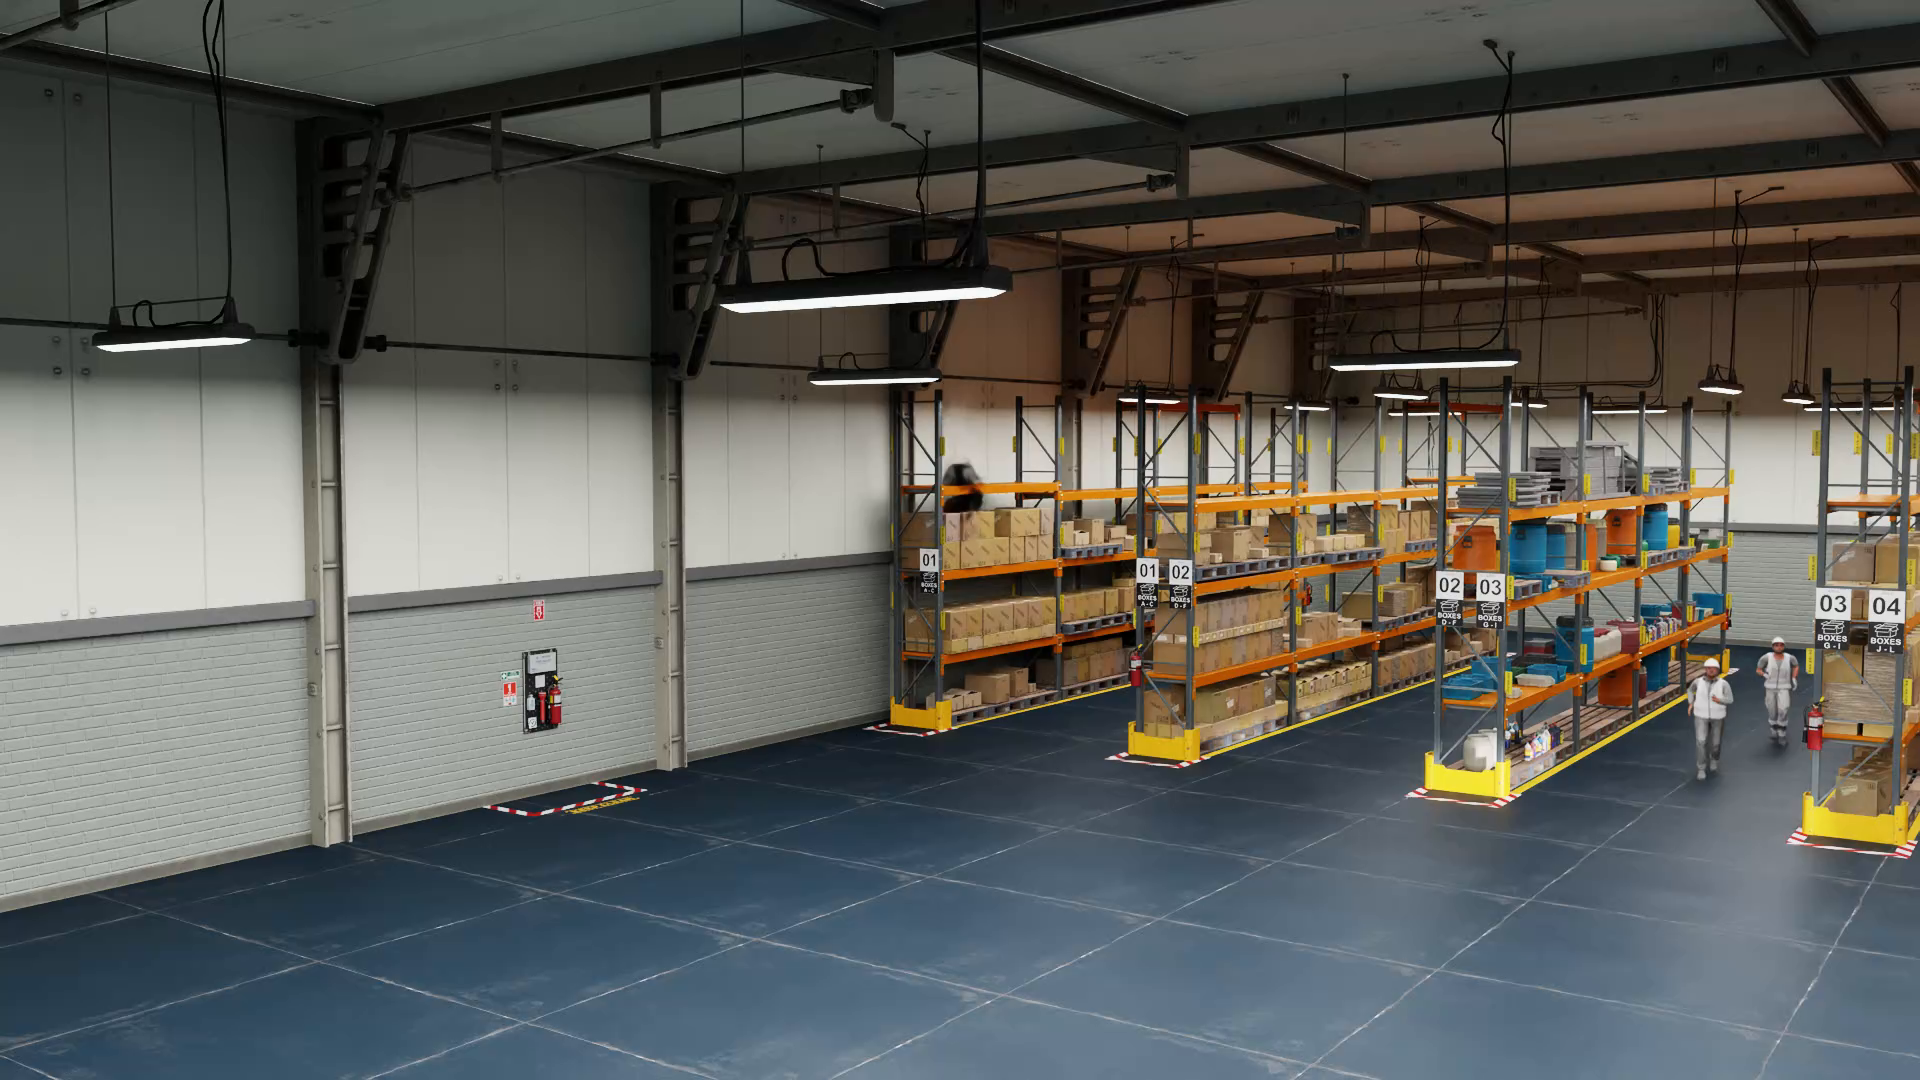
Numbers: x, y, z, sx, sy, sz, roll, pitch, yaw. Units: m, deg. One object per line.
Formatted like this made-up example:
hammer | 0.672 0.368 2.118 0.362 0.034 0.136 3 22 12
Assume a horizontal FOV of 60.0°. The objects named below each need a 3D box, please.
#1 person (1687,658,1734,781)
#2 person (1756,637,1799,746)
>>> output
person | 11.308 2.677 25.080 0.644 1.785 0.894 1 4 24
person | 13.743 2.541 27.987 0.637 1.823 0.762 2 4 29
